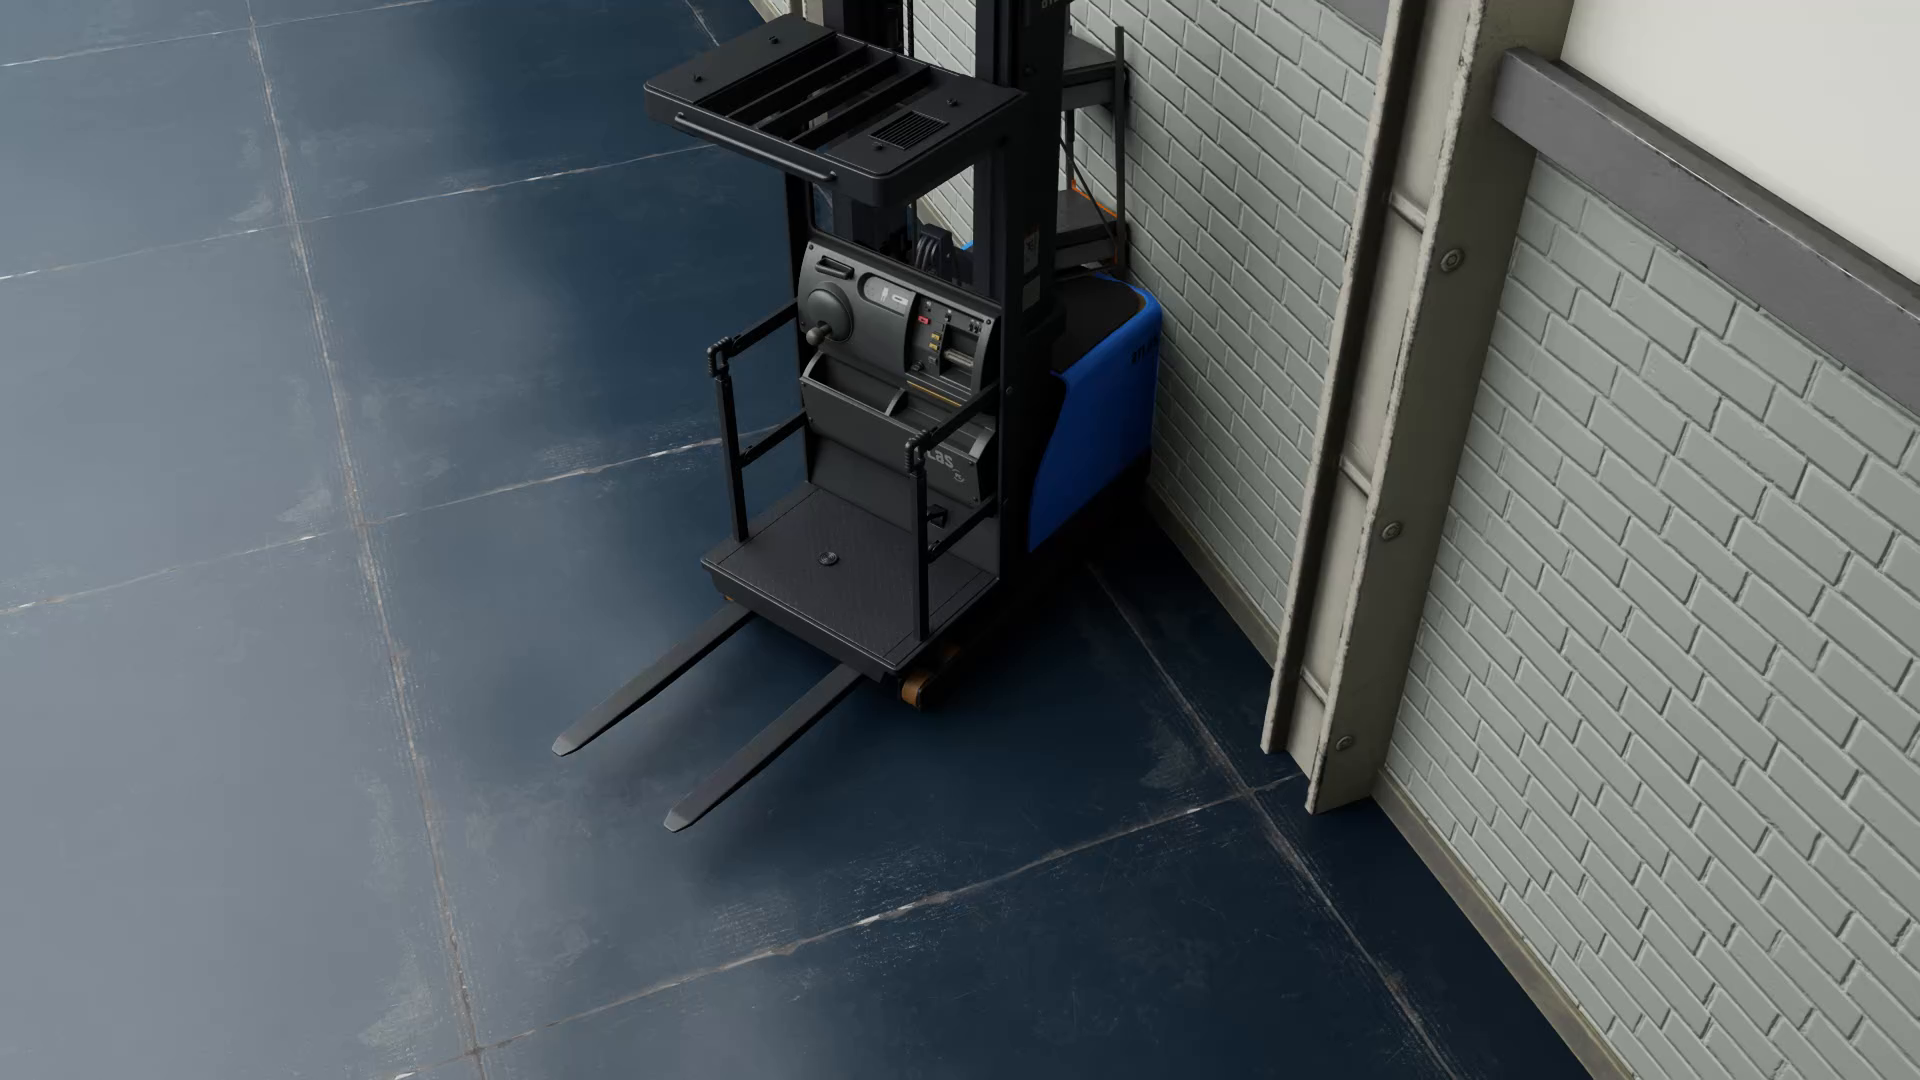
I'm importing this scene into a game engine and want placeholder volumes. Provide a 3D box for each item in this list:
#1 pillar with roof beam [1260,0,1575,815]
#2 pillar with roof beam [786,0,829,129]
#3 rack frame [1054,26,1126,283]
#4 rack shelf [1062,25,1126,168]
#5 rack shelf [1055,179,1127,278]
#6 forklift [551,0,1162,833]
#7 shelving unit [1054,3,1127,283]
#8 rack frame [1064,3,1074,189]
[{"bbox_3d":[-2.552,-1.430,2.430,9.100,9.000,0.400,-15,43,-17],"label":"pillar with roof beam"},{"bbox_3d":[-4.847,-5.045,6.633,9.100,9.000,0.400,-15,43,-17],"label":"pillar with roof beam"},{"bbox_3d":[0.548,-1.169,7.315,0.400,2.100,0.015,-16,34,-18],"label":"rack frame"},{"bbox_3d":[0.409,-1.863,7.142,0.431,0.518,0.480,-16,34,-18],"label":"rack shelf"},{"bbox_3d":[0.451,-1.272,7.514,0.431,0.518,0.480,-16,34,-18],"label":"rack shelf"},{"bbox_3d":[-0.385,-0.786,6.335,1.130,2.935,3.031,27,47,28],"label":"forklift"},{"bbox_3d":[0.450,-1.283,7.507,0.431,2.100,0.503,-16,34,-18],"label":"shelving unit"},{"bbox_3d":[0.353,-1.397,7.699,0.400,2.100,0.015,-16,34,-18],"label":"rack frame"}]
